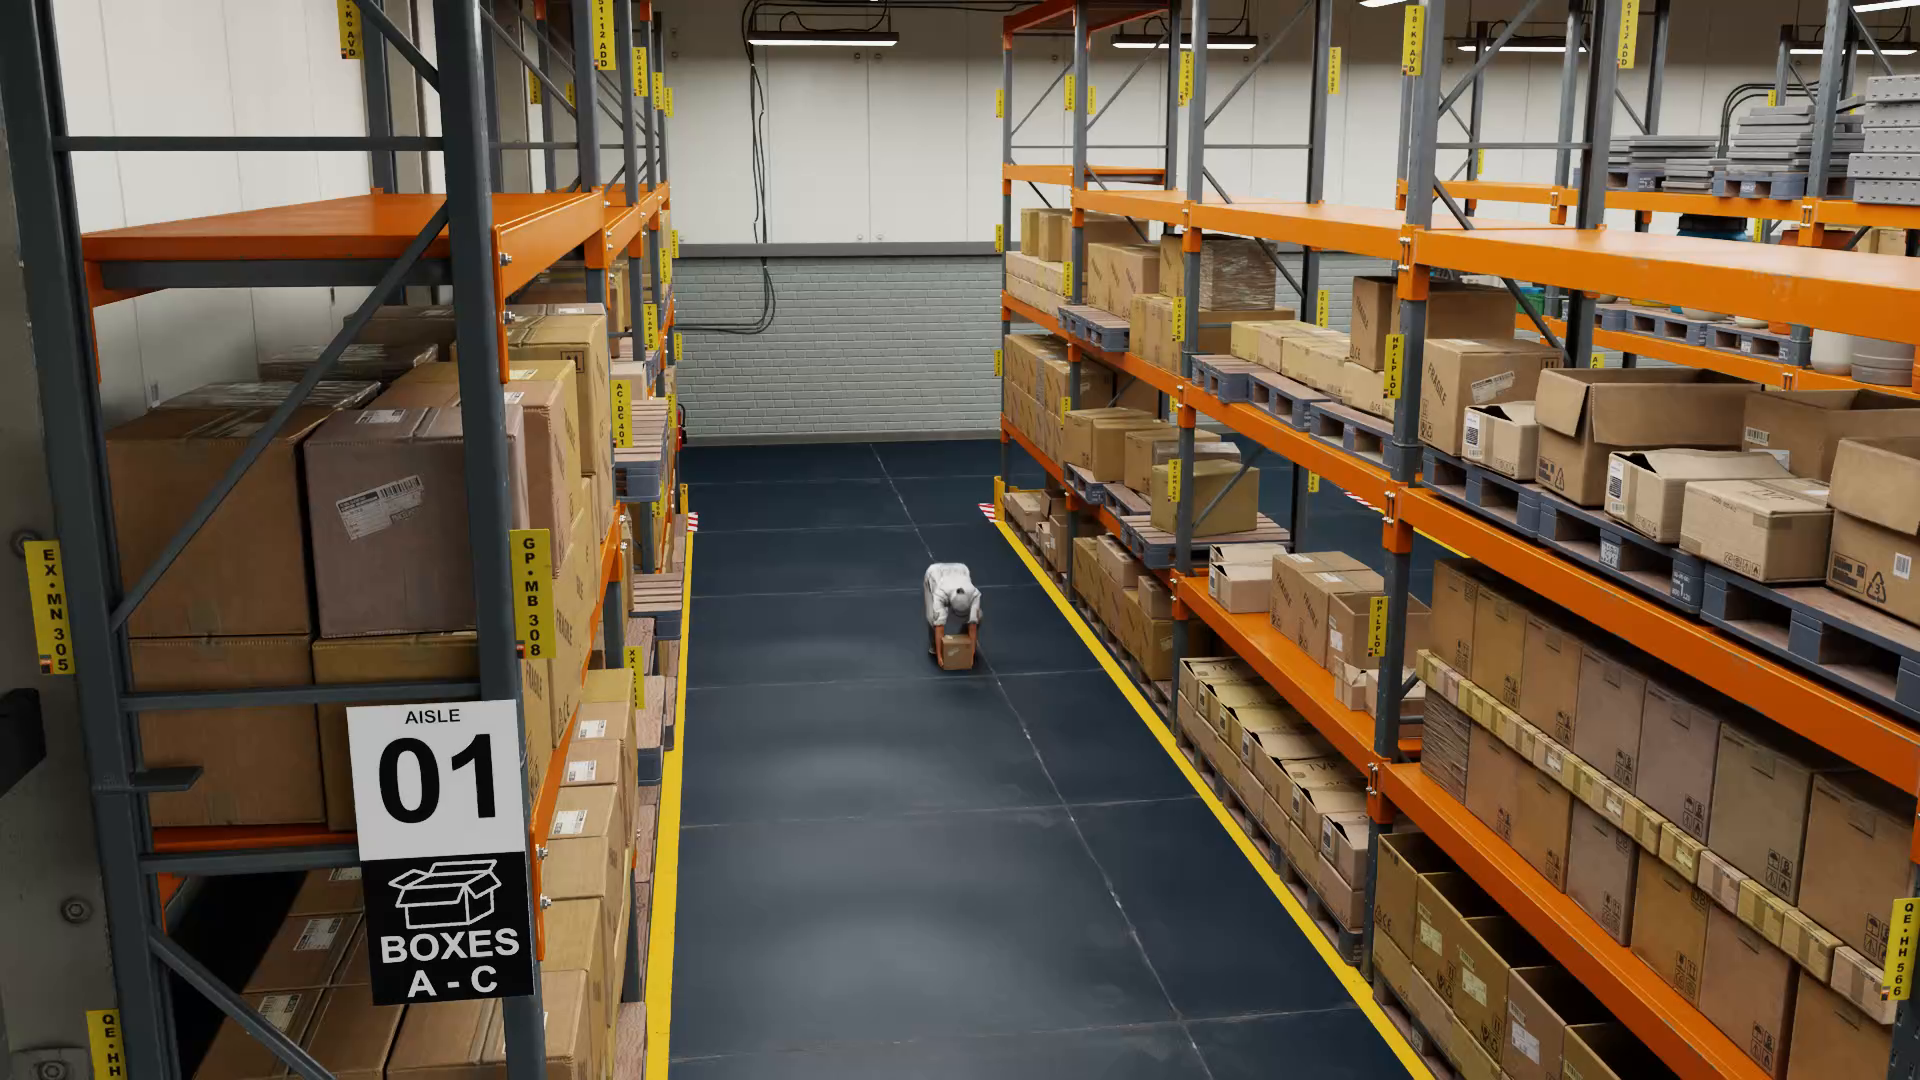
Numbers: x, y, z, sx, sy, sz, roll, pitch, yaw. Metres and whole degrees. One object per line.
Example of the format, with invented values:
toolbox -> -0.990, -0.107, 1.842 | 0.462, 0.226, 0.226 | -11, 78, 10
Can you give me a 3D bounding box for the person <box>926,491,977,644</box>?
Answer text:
person -> -0.059, 0.254, 14.995 | 0.452, 1.481, 0.708 | -2, 13, -9
